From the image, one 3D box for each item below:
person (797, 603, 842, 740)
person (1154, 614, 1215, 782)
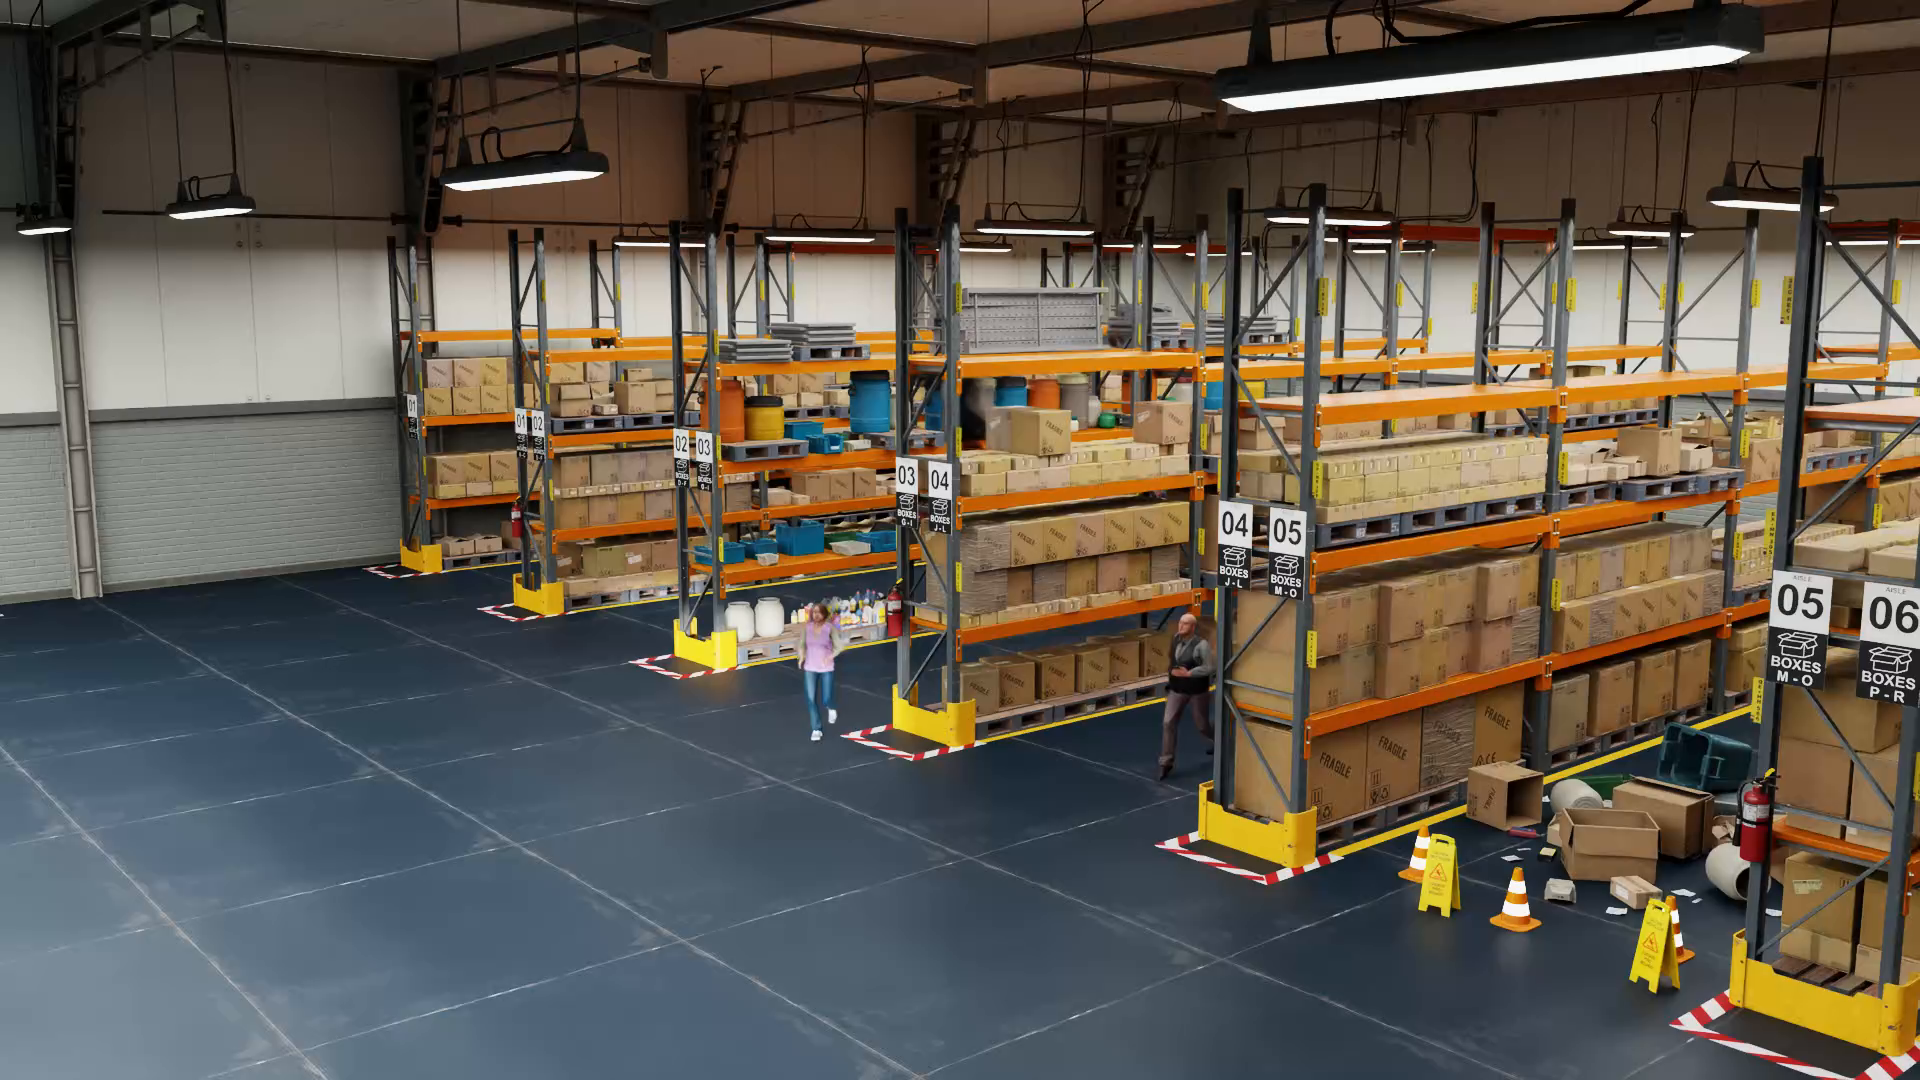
[{"bbox_3d":[-1.613,1.481,19.081,0.541,1.552,0.651,1,9,10],"label":"person"},{"bbox_3d":[2.476,1.640,17.635,0.608,1.766,1.076,7,11,38],"label":"person"}]
